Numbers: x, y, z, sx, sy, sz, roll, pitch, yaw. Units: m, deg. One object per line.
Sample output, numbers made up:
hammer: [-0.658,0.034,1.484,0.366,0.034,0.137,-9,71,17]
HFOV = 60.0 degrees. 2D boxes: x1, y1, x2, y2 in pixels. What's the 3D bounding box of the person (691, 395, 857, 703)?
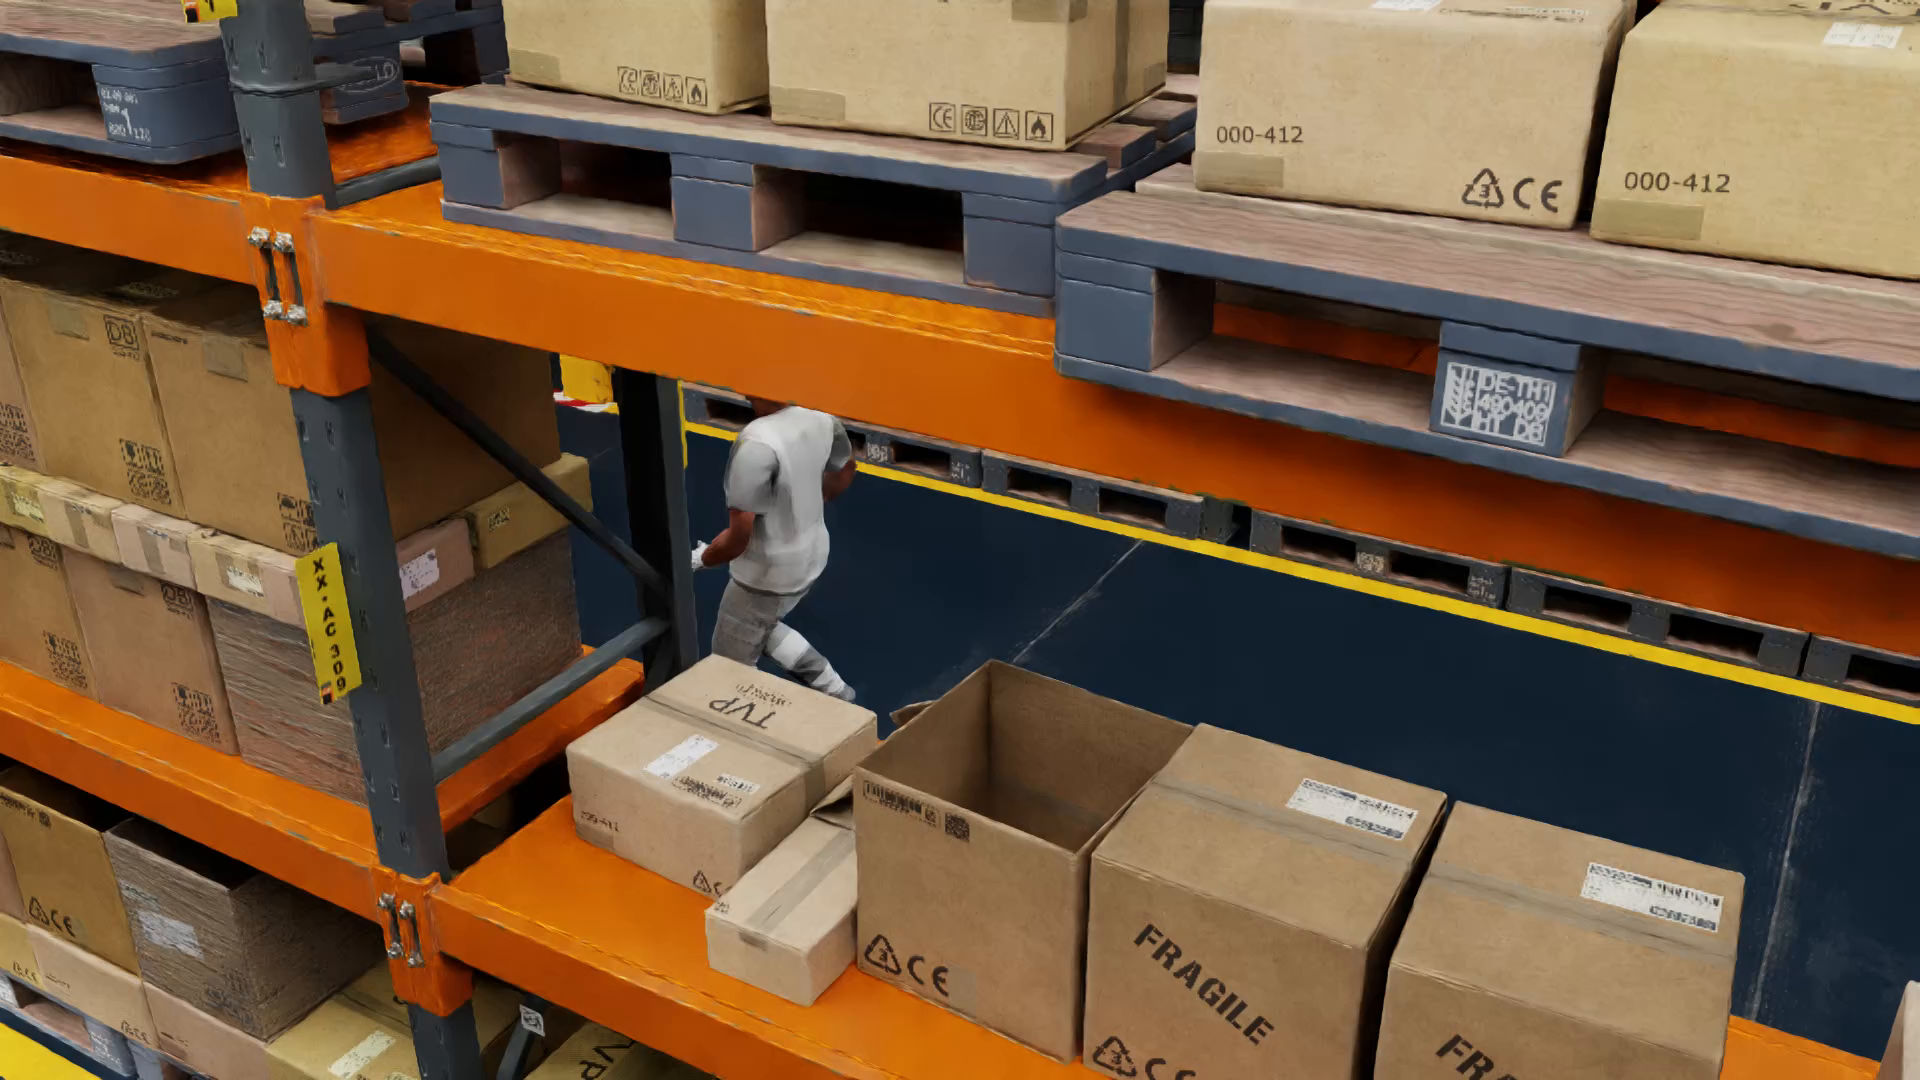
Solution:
person: [-0.711,0.097,5.931,0.485,1.749,0.724,9,28,18]
